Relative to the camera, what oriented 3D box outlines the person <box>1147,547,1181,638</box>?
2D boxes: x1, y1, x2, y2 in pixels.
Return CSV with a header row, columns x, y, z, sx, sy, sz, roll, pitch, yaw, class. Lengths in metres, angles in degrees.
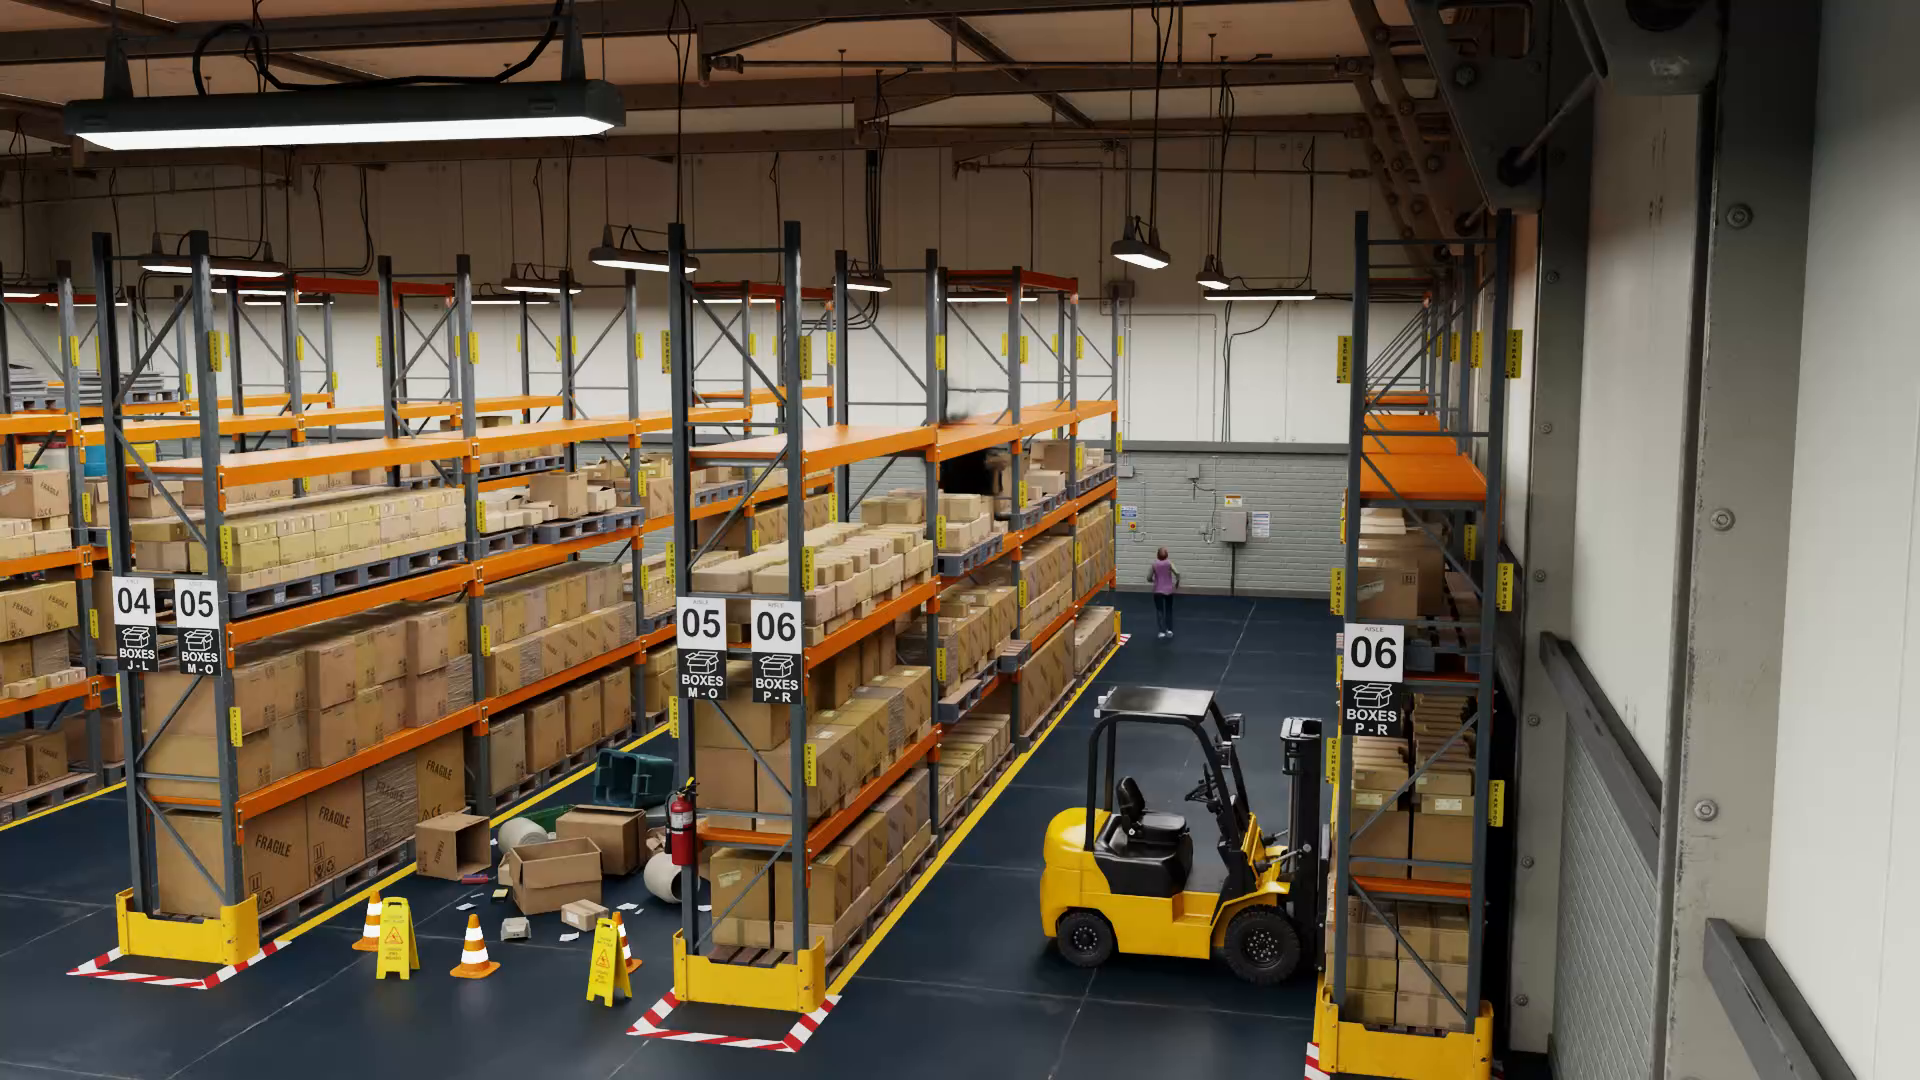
x,y,z,sx,sy,sz,roll,pitch,yaw,class
3.478,0.916,28.442,0.564,1.609,0.772,1,7,6,person
